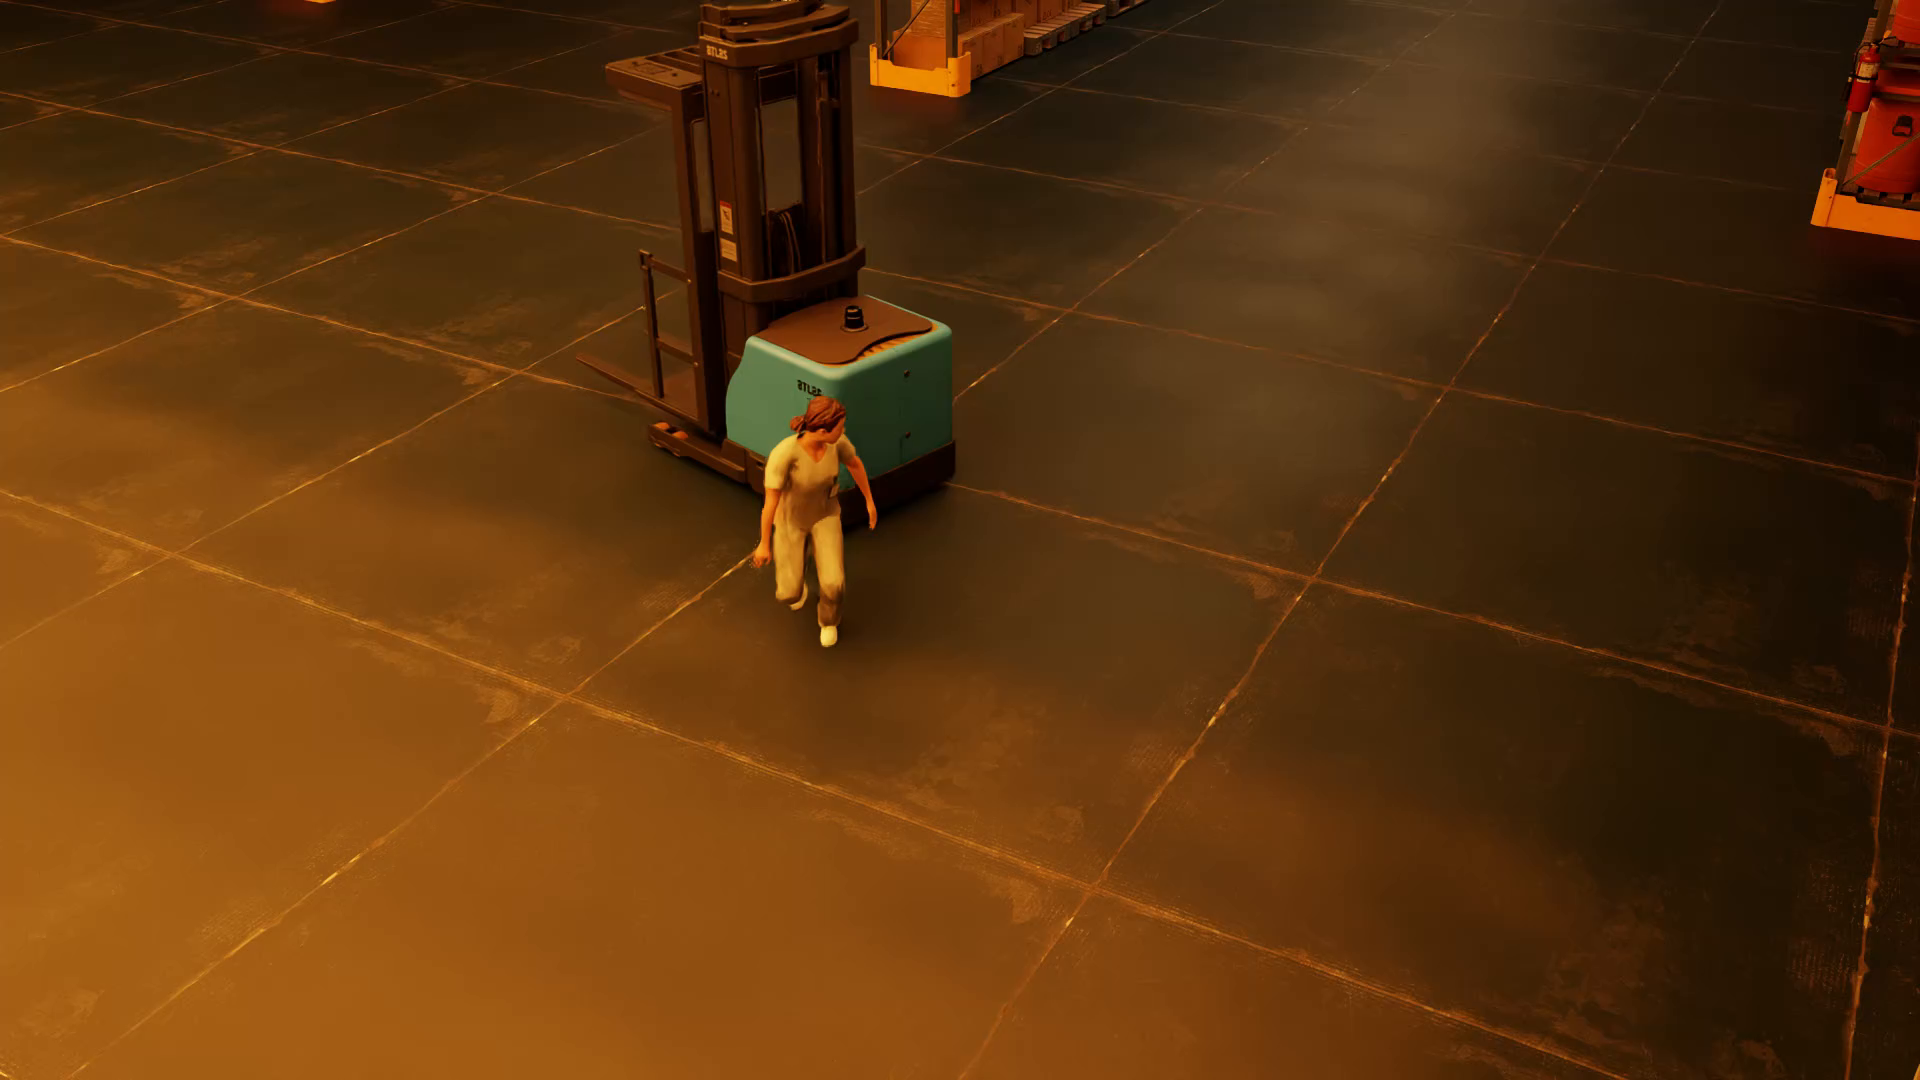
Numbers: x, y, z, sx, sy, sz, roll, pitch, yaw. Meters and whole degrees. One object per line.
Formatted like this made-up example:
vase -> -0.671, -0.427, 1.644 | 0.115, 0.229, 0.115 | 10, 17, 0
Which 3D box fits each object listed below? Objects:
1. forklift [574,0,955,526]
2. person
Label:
forklift -> -1.435, -1.982, 10.505 | 3.031, 2.935, 1.130 | 26, 39, 37
person -> -0.796, -0.140, 8.803 | 0.722, 1.472, 0.631 | -11, 32, -18
